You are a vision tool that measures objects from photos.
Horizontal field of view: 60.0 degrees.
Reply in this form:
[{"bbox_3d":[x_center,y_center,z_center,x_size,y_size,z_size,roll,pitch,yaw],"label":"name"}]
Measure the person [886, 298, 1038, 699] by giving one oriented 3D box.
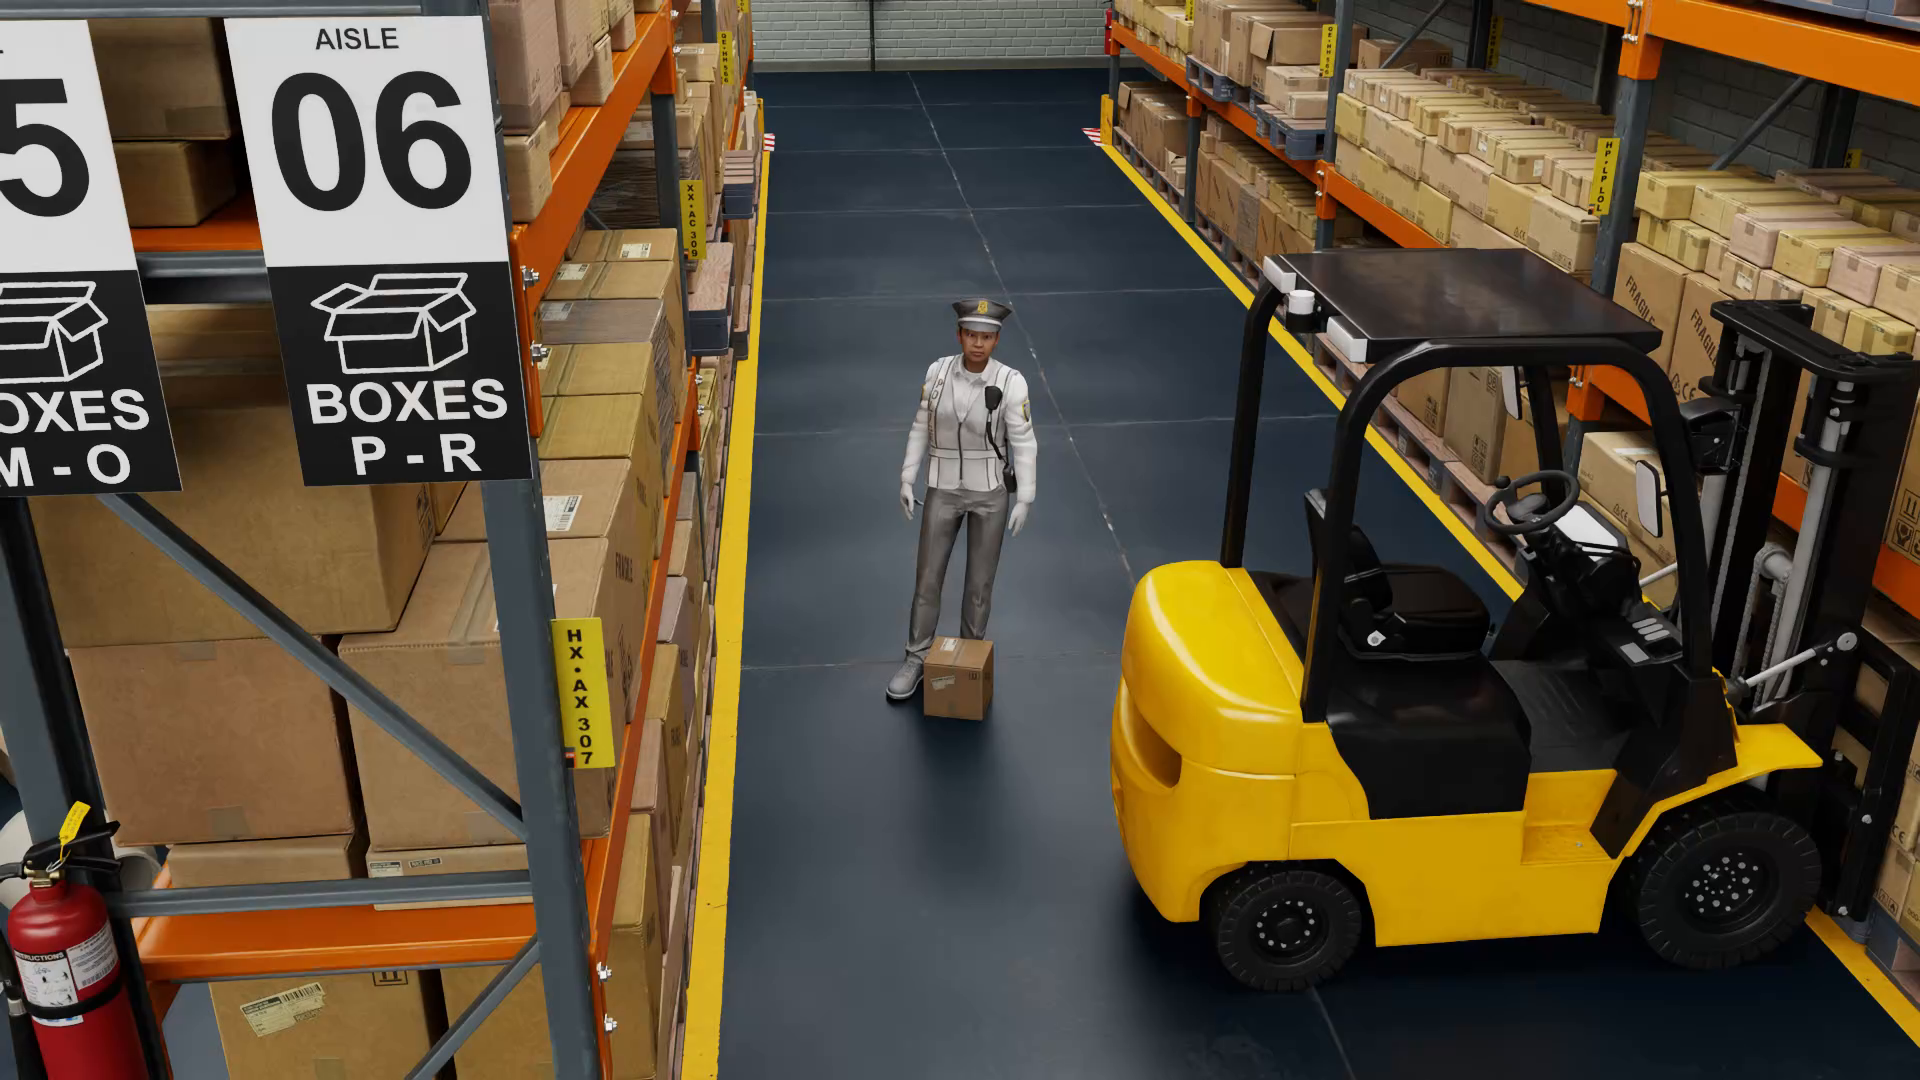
[{"bbox_3d":[0.016,-0.169,6.919,0.588,1.697,0.533,6,24,12],"label":"person"}]
